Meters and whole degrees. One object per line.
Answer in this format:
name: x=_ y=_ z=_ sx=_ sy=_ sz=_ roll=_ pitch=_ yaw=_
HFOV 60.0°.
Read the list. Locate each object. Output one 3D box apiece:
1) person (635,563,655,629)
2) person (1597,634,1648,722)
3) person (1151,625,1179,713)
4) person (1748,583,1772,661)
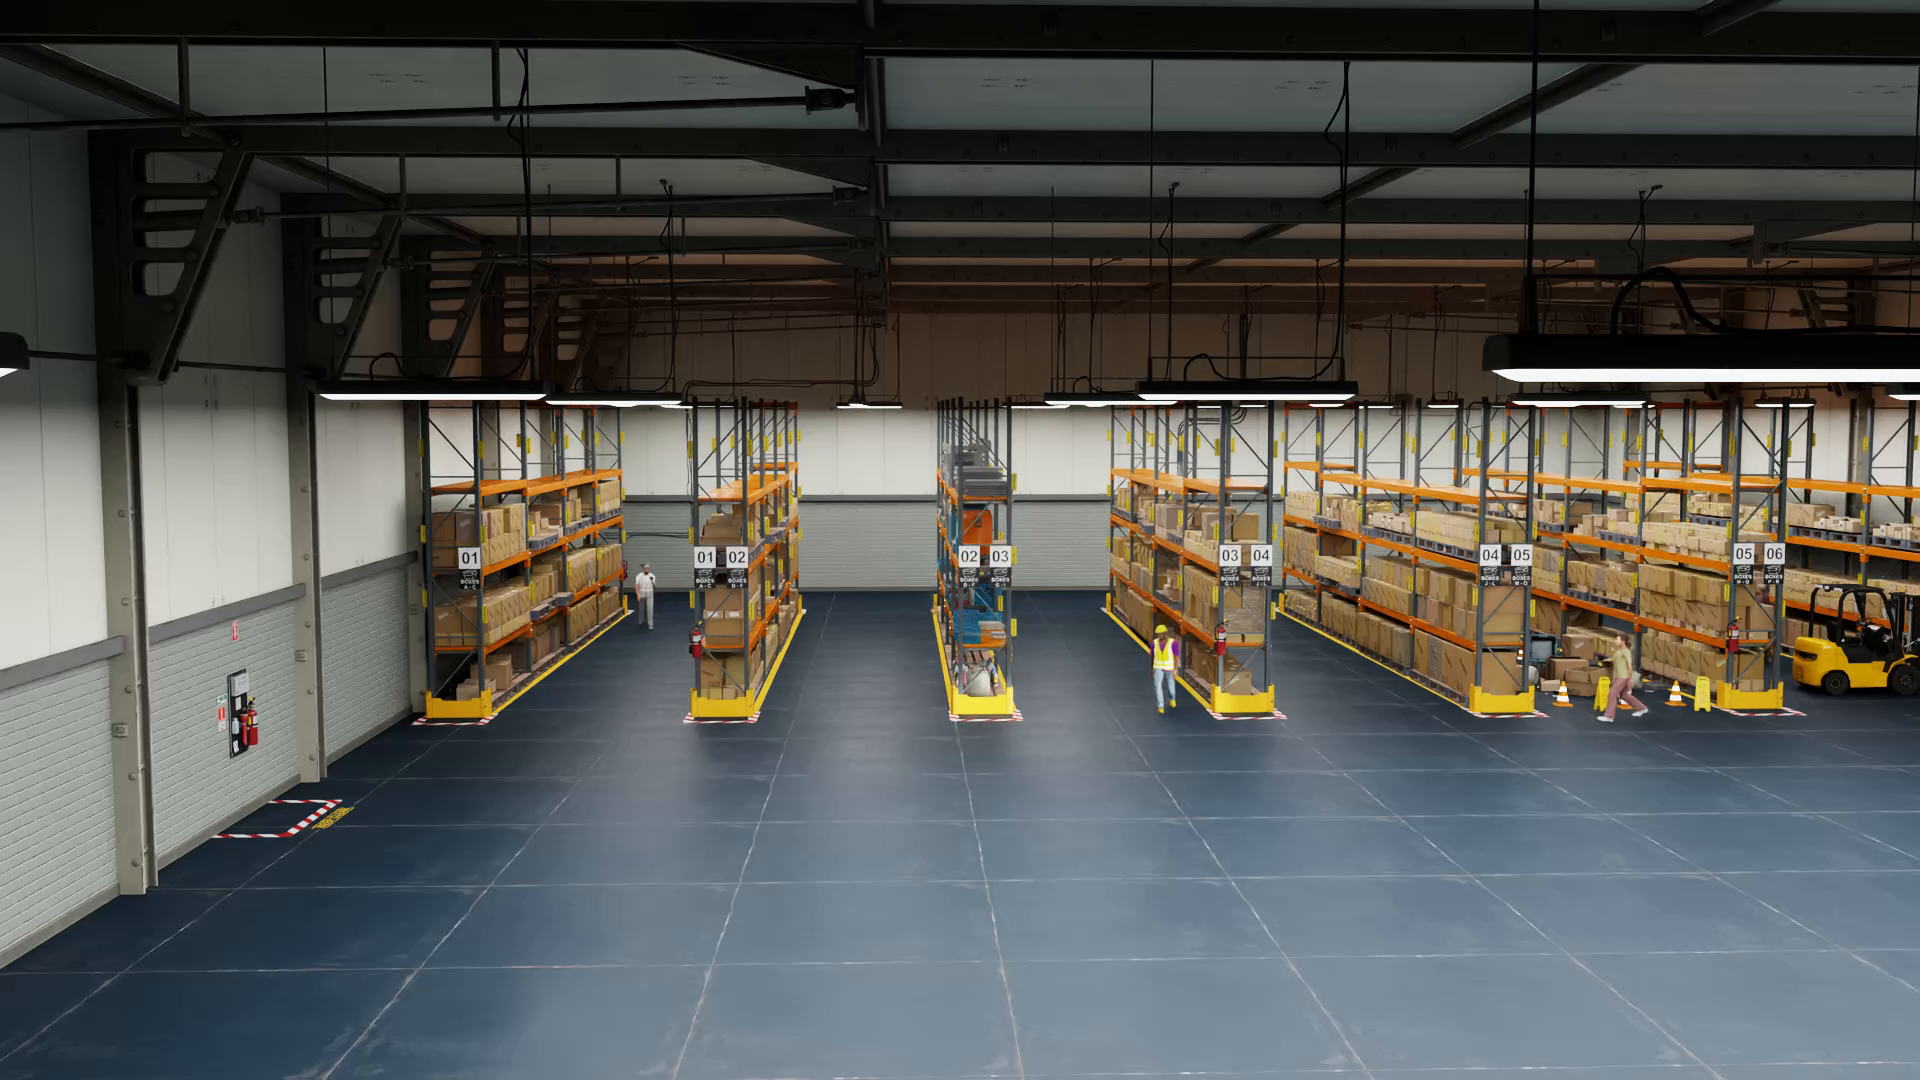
person: x=-8.290 y=1.456 z=43.811 sx=0.511 sy=1.728 sz=1.038 roll=-1 pitch=5 yaw=-12
person: x=12.240 y=2.535 z=30.631 sx=1.002 sy=1.627 sz=0.448 roll=0 pitch=4 yaw=-1
person: x=3.905 y=2.444 z=31.806 sx=0.564 sy=1.649 sz=1.055 roll=1 pitch=5 yaw=15
person: x=18.393 y=1.911 z=38.095 sx=0.571 sy=1.814 sz=0.594 roll=-1 pitch=5 yaw=-15
